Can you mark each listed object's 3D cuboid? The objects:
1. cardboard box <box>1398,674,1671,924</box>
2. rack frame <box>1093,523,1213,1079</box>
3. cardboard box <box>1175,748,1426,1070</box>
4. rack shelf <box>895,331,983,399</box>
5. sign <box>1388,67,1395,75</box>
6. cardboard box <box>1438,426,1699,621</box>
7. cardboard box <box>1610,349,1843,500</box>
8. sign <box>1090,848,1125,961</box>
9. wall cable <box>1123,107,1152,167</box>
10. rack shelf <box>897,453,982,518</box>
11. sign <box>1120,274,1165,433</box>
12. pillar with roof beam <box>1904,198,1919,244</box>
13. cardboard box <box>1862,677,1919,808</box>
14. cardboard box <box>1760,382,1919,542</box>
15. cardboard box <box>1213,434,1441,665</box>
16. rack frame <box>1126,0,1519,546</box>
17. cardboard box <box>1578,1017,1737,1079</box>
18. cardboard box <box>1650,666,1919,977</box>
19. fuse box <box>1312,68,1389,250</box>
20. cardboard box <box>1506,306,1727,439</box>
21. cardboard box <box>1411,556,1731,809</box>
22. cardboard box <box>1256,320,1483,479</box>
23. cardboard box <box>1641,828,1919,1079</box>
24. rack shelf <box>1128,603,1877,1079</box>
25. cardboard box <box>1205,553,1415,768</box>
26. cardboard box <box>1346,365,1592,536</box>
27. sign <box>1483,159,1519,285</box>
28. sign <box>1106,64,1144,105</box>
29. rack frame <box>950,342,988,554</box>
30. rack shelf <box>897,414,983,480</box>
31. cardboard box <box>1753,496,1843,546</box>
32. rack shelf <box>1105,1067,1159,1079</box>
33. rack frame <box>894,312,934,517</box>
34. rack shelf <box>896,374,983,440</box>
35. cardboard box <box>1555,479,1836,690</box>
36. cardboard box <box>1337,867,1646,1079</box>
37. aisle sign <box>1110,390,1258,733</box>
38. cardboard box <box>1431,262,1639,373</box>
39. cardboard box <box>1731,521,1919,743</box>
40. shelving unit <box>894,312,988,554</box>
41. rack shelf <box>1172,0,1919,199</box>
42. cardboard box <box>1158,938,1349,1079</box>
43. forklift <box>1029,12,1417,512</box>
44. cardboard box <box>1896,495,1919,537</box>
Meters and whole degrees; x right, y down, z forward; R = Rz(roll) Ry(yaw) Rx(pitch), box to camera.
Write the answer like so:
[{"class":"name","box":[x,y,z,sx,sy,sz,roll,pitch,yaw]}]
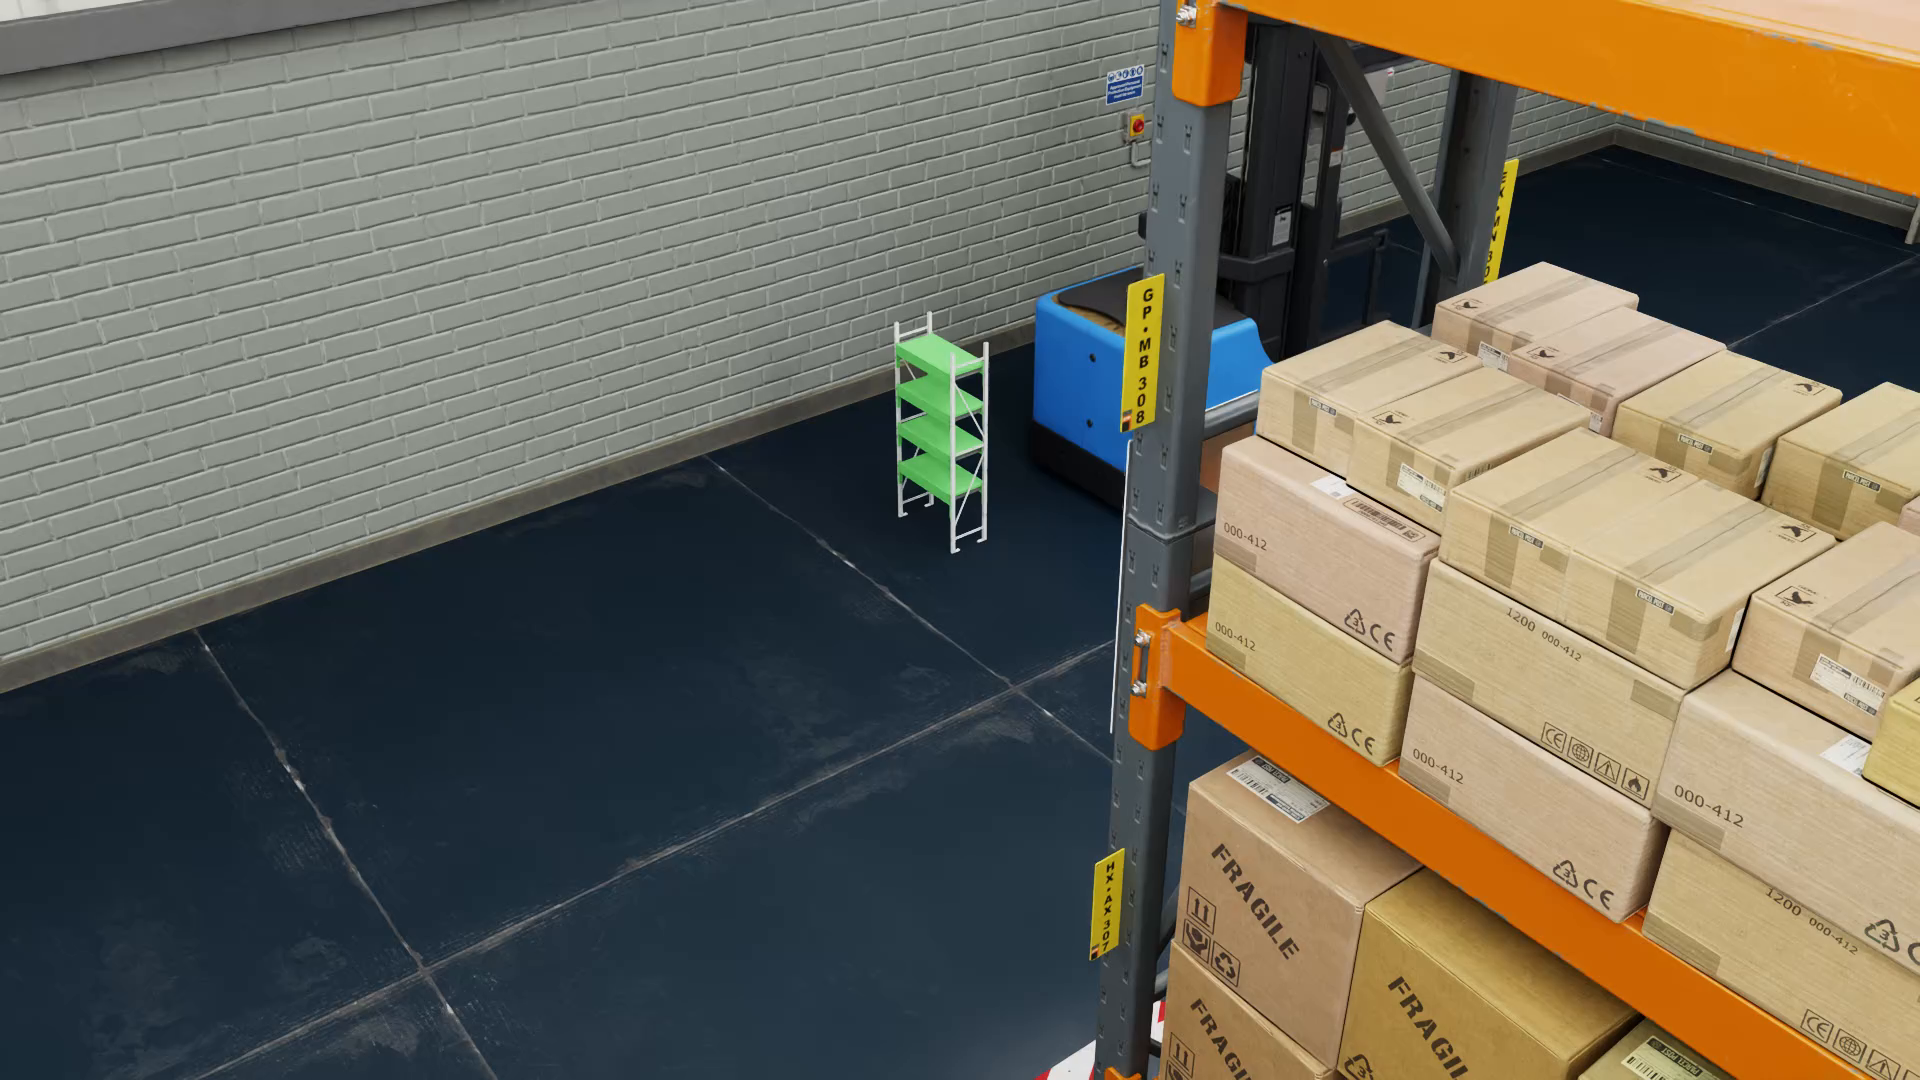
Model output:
[{"class":"cardboard box","box":[1.189,0.378,3.097,0.500,0.250,0.500,-21,37,-30]},{"class":"rack frame","box":[0.796,1.098,4.639,1.000,3.000,0.127,-22,38,-31]},{"class":"cardboard box","box":[0.861,0.778,3.831,0.500,0.500,0.500,-23,38,-32]},{"class":"rack shelf","box":[-0.101,-0.932,8.825,0.258,0.148,0.480,-22,38,-31]},{"class":"sign","box":[3.180,-3.713,12.475,0.329,0.494,0.001,-22,38,-31]},{"class":"cardboard box","box":[1.066,-0.037,2.913,0.380,0.149,0.250,-22,38,-31]},{"class":"cardboard box","box":[1.464,-0.209,3.192,0.380,0.149,0.250,-24,39,-33]},{"class":"sign","box":[0.367,0.906,4.128,0.100,0.325,0.005,-22,38,-31]},{"class":"wall cable","box":[1.168,-3.333,10.780,0.585,1.953,0.123,-22,38,-31]},{"class":"rack shelf","box":[-0.102,-0.321,9.205,0.258,0.148,0.480,-22,38,-31]},{"class":"sign","box":[0.367,-0.372,3.334,0.100,0.325,0.005,-22,38,-31]},{"class":"pillar with roof beam","box":[4.221,-4.724,8.327,9.100,9.000,0.400,-22,38,-31]},{"class":"cardboard box","box":[1.542,0.279,2.406,0.380,0.149,0.250,-21,38,-30]},{"class":"cardboard box","box":[1.711,-0.134,3.071,0.380,0.149,0.250,-22,38,-31]},{"class":"cardboard box","box":[0.866,-0.054,3.319,0.500,0.250,0.500,-22,38,-31]},{"class":"rack frame","box":[0.796,-1.450,3.056,1.000,3.000,0.127,-22,38,-31]},{"class":"cardboard box","box":[1.477,1.210,3.135,0.500,0.500,0.500,-23,39,-32]},{"class":"cardboard box","box":[1.481,0.374,2.630,0.500,0.250,0.500,-22,38,-31]},{"class":"fuse box","box":[2.917,-2.959,12.393,0.539,1.711,0.414,-22,38,-31]},{"class":"cardboard box","box":[1.323,-0.323,3.375,0.380,0.149,0.250,-22,38,-31]},{"class":"cardboard box","box":[1.181,0.159,2.975,0.500,0.250,0.500,-23,38,-32]},{"class":"cardboard box","box":[0.815,-0.285,3.314,0.380,0.149,0.250,-23,38,-32]},{"class":"cardboard box","box":[1.515,0.589,2.758,0.500,0.250,0.500,-24,39,-33]},{"class":"rack shelf","box":[2.022,0.963,2.695,1.077,0.370,4.000,-22,38,-31]},{"class":"cardboard box","box":[0.869,0.157,3.453,0.500,0.250,0.500,-21,37,-30]},{"class":"cardboard box","box":[0.957,-0.174,3.134,0.380,0.149,0.250,-21,37,-30]},{"class":"sign","box":[1.247,-0.723,3.890,0.100,0.325,0.005,-22,38,-31]},{"class":"sign","box":[1.092,-3.013,11.001,0.327,0.218,0.001,-22,38,-31]},{"class":"rack frame","box":[0.048,-0.477,8.881,0.240,1.200,0.015,-22,38,-31]},{"class":"rack shelf","box":[-0.102,-0.524,9.078,0.258,0.148,0.480,-22,38,-31]},{"class":"cardboard box","box":[1.594,-0.002,3.236,0.500,0.250,0.500,-23,39,-33]},{"class":"rack shelf","box":[2.022,2.237,3.487,1.077,0.370,4.000,-22,38,-31]},{"class":"rack frame","box":[-0.251,-0.680,9.208,0.240,1.200,0.015,-22,38,-31]},{"class":"rack shelf","box":[-0.102,-0.728,8.952,0.258,0.148,0.480,-22,38,-31]},{"class":"cardboard box","box":[1.214,0.065,2.750,0.380,0.149,0.250,-22,38,-31]},{"class":"cardboard box","box":[1.176,0.986,3.495,0.500,0.500,0.500,-21,38,-30]},{"class":"aisle sign","box":[0.514,0.060,3.846,0.394,0.787,0.004,-22,38,-31]},{"class":"cardboard box","box":[1.232,-0.451,3.580,0.380,0.149,0.250,-23,38,-32]},{"class":"cardboard box","box":[1.455,0.138,2.632,0.380,0.149,0.250,-21,38,-30]},{"class":"shelving unit","box":[-0.102,-0.579,9.045,0.258,1.200,0.503,-22,38,-31]},{"class":"rack shelf","box":[2.022,-0.310,1.905,1.077,0.370,4.000,-22,38,-31]},{"class":"cardboard box","box":[0.853,1.206,4.089,0.500,0.500,0.500,-20,37,-29]},{"class":"forklift","box":[1.897,-1.983,9.665,3.031,2.935,1.130,-22,38,-31]},{"class":"cardboard box","box":[1.819,-0.009,2.869,0.380,0.149,0.250,-23,39,-32]}]
